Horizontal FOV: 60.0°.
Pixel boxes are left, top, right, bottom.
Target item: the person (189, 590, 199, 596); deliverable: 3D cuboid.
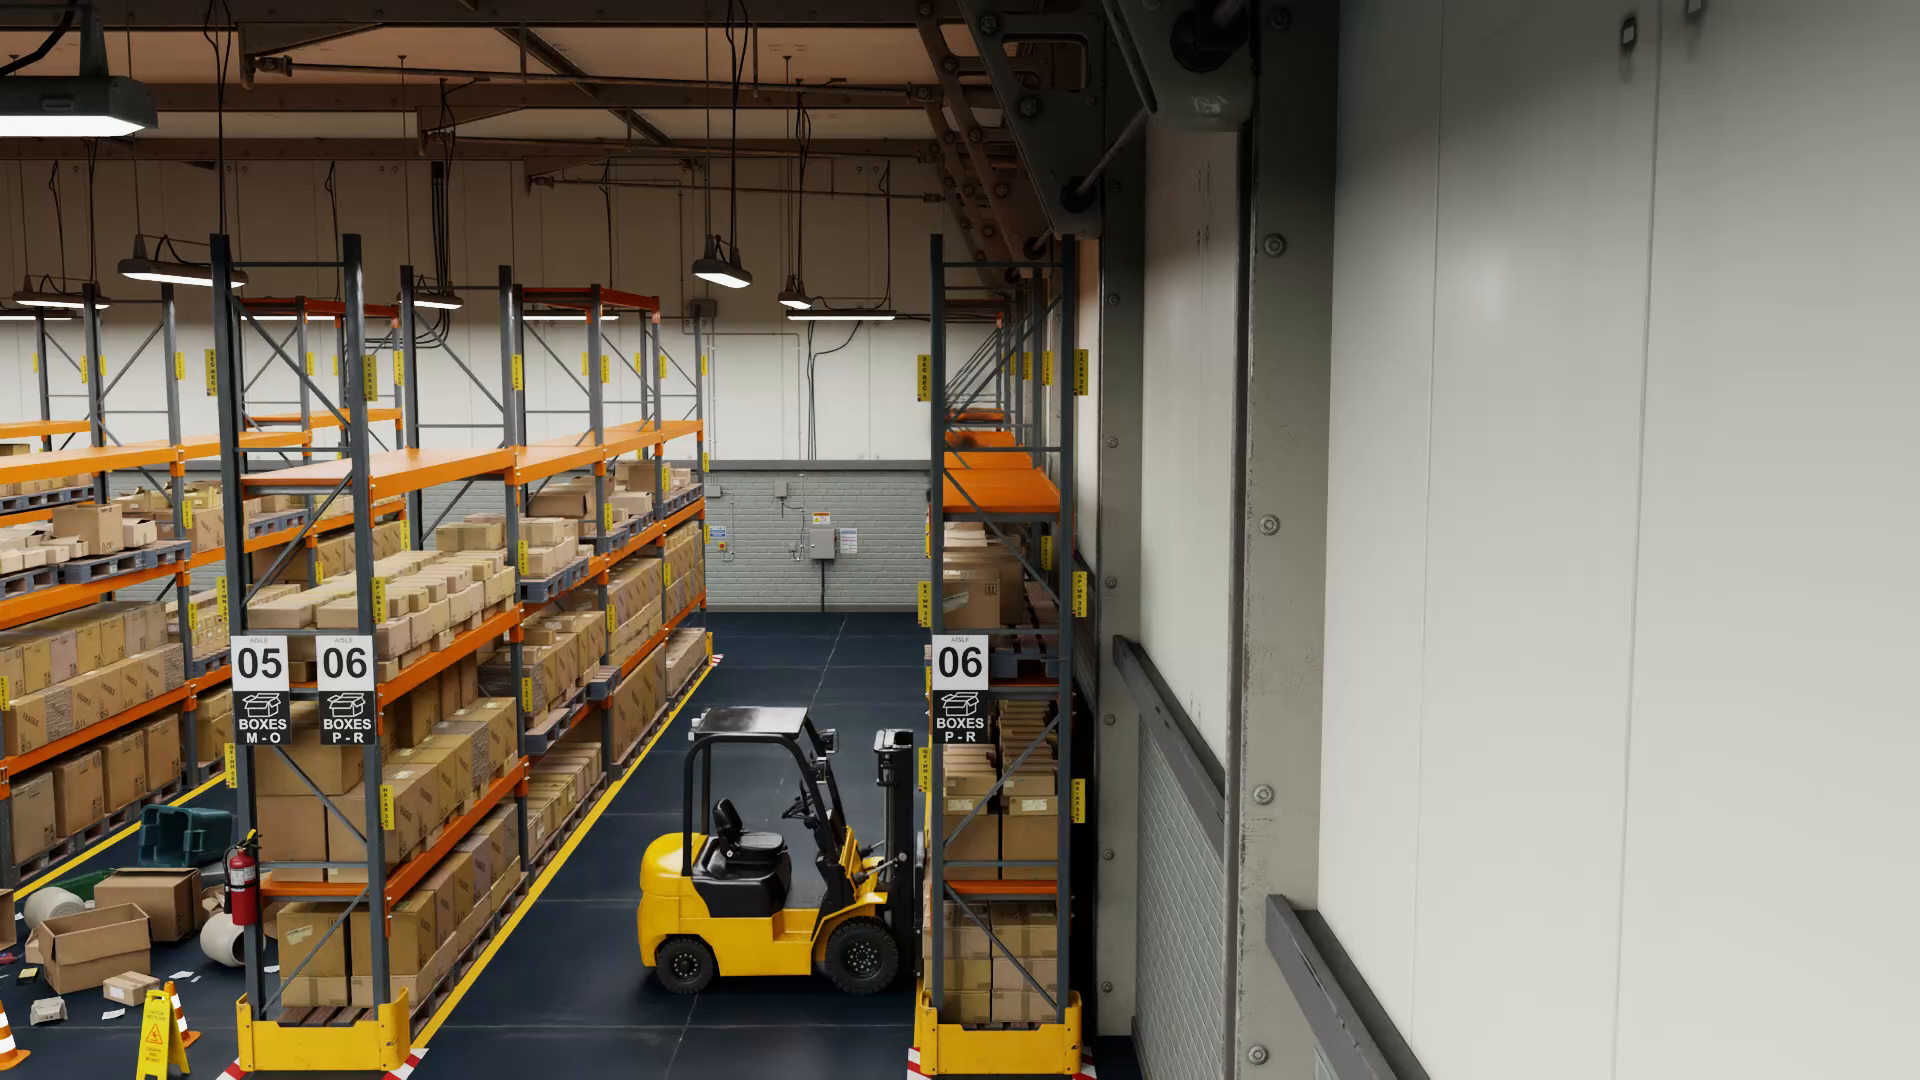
[{"bbox_3d":[-11.494,1.575,25.247,0.578,1.663,0.729,1,6,13],"label":"person"}]
